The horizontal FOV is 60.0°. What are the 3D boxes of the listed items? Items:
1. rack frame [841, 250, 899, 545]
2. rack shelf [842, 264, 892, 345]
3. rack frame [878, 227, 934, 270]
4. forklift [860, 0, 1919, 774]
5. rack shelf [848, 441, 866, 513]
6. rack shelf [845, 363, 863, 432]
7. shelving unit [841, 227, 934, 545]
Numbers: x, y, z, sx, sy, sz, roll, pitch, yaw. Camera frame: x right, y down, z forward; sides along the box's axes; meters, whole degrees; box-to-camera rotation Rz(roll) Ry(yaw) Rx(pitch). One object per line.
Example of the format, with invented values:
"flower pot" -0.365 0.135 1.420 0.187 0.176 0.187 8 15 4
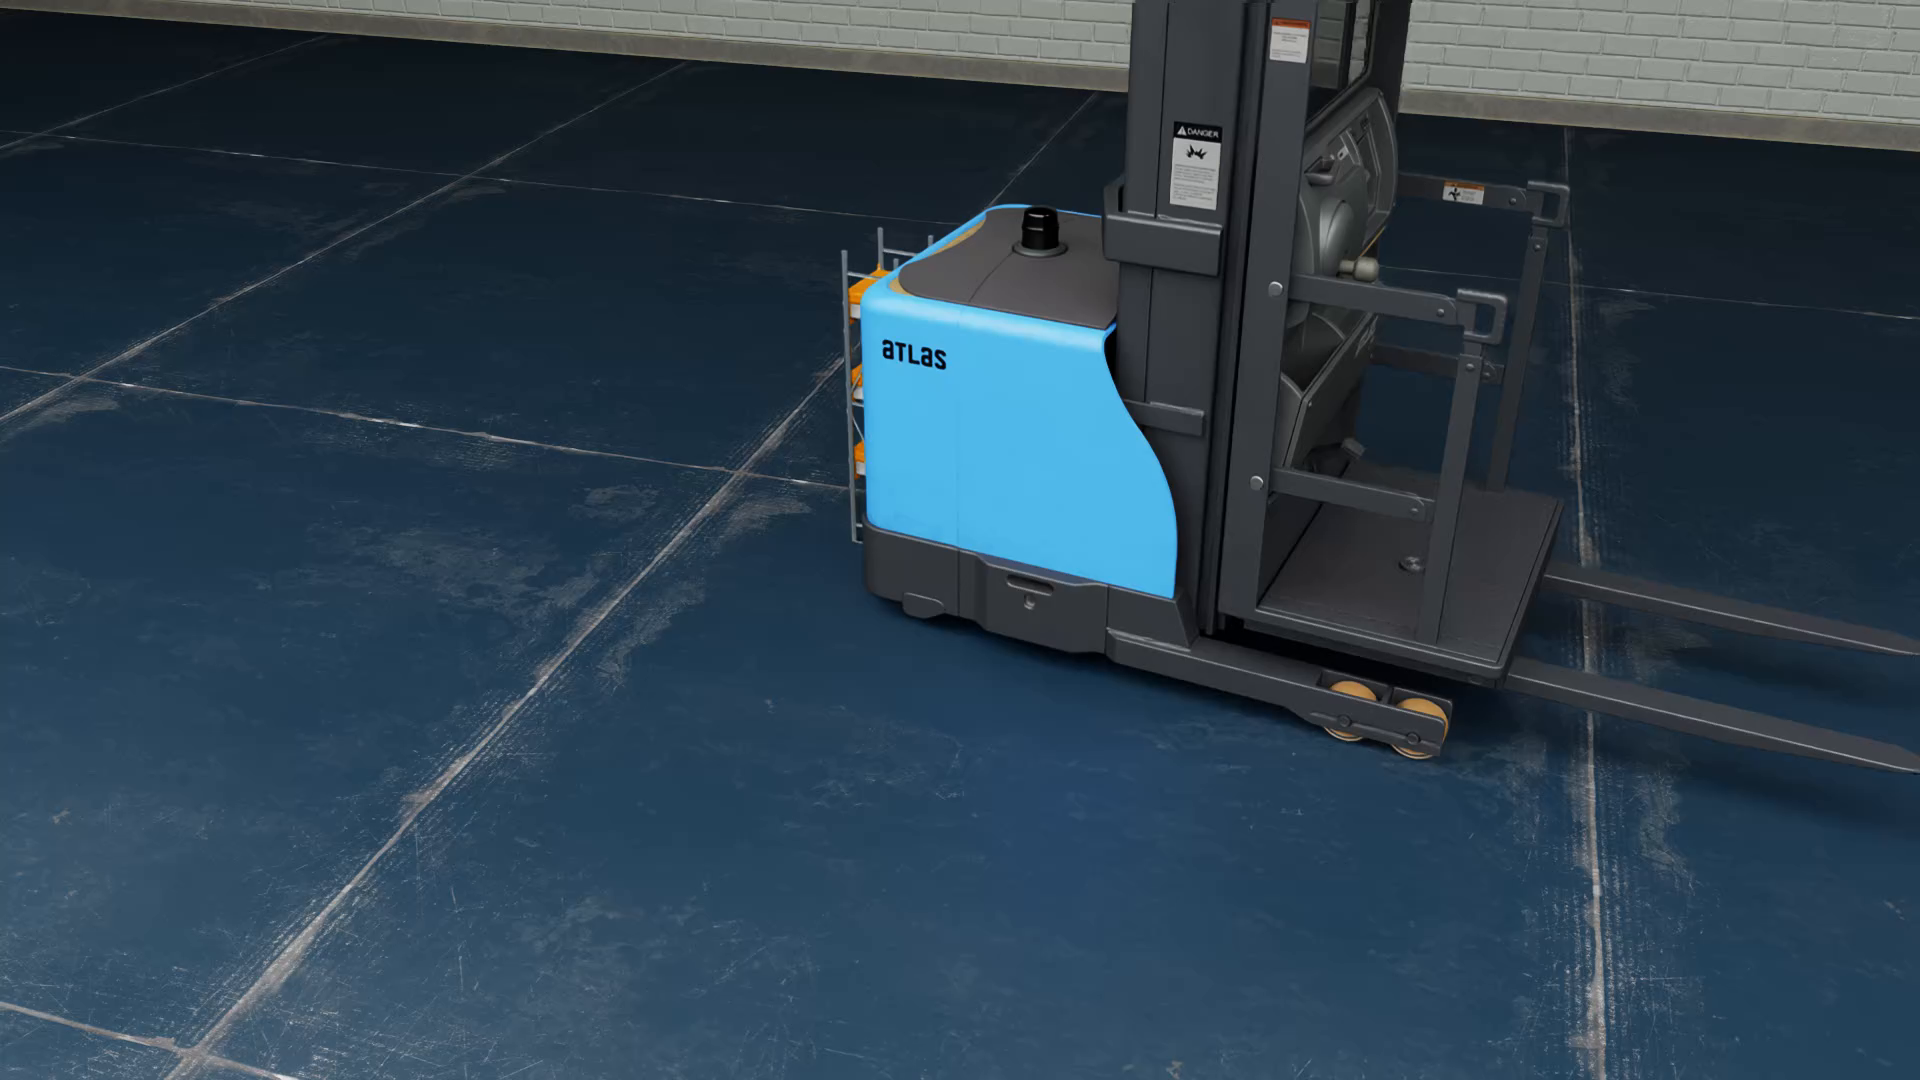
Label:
"rack frame" -0.281 -0.432 5.447 0.200 1.050 0.008 13 32 22
"rack shelf" -0.229 -0.724 5.410 0.215 0.259 0.240 13 32 22
"rack frame" -0.177 -0.539 5.639 0.200 1.050 0.008 13 32 22
"forklift" 1.246 -0.964 4.468 3.031 2.935 1.130 13 32 23
"rack shelf" -0.229 -0.233 5.683 0.215 0.259 0.240 13 32 22
"rack shelf" -0.229 -0.476 5.548 0.215 0.259 0.240 13 32 22
"shelving unit" -0.229 -0.486 5.543 0.215 1.050 0.252 13 32 22
